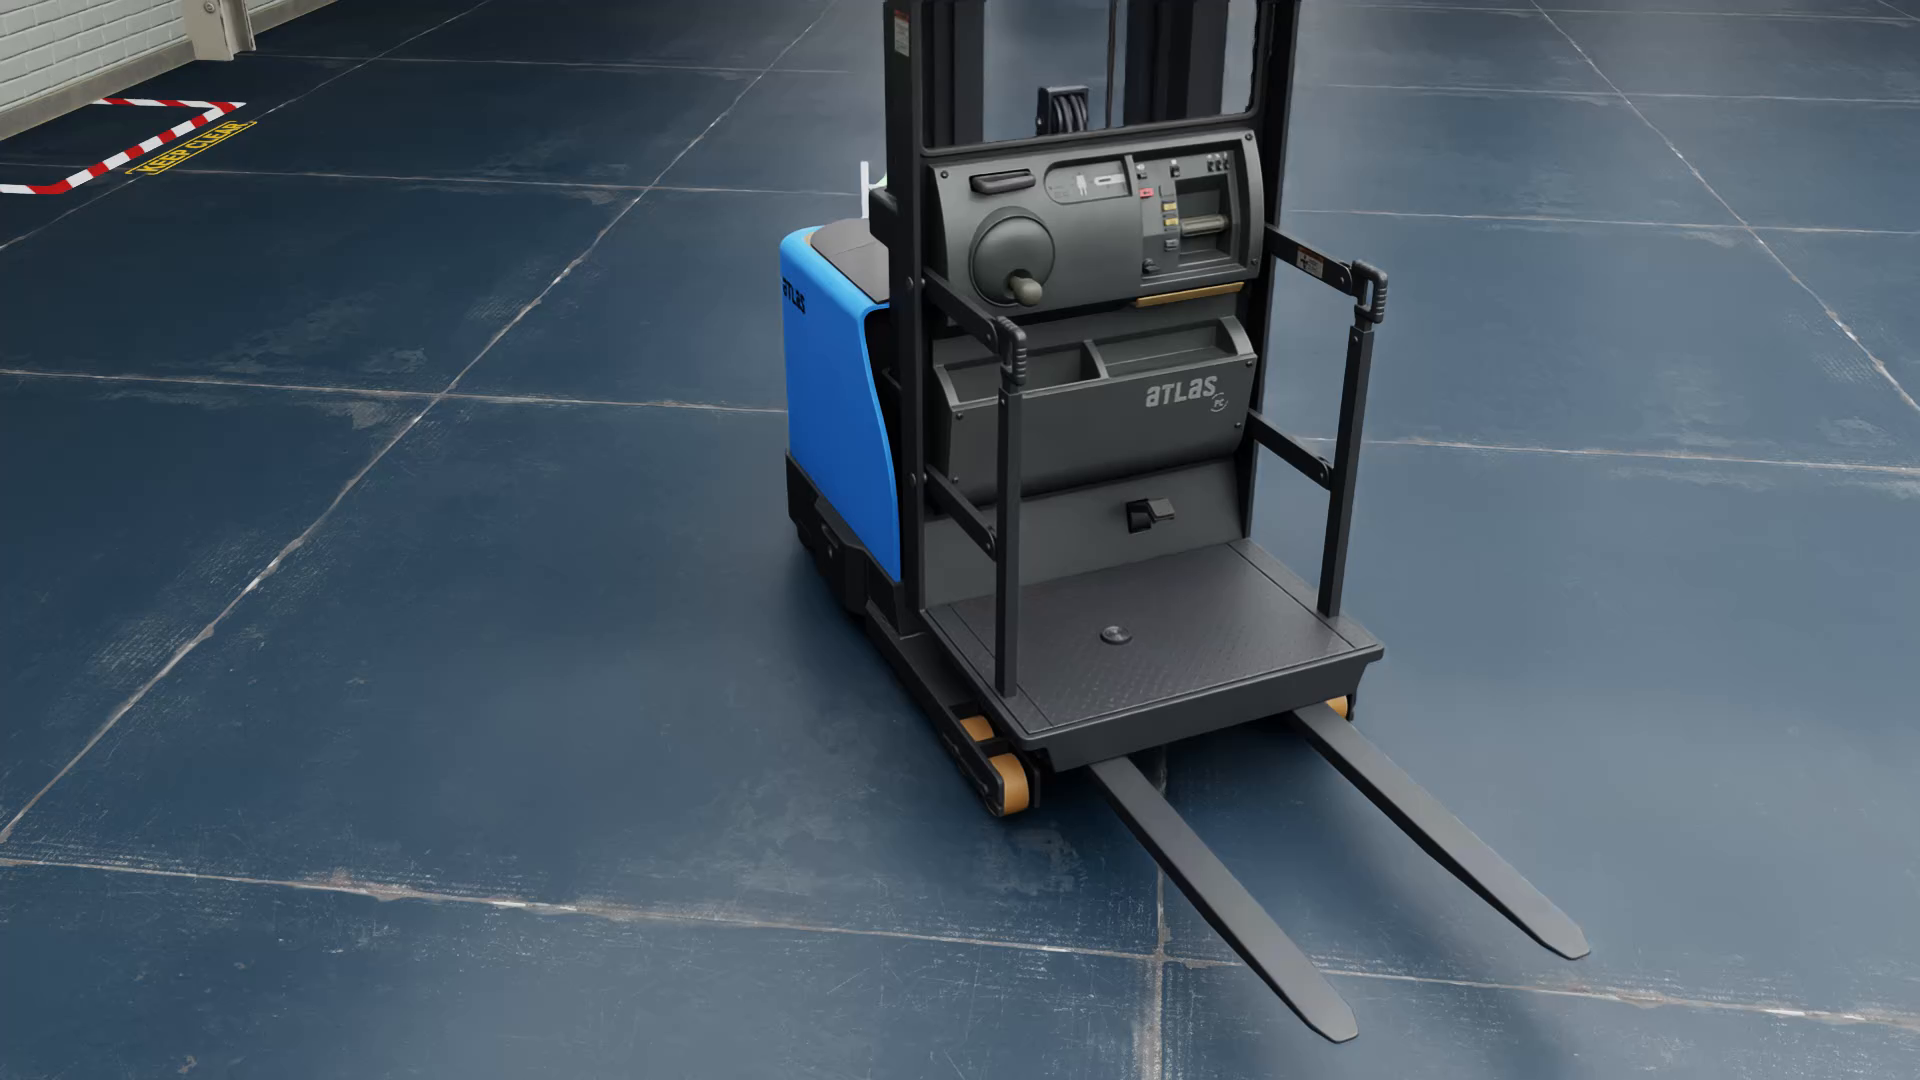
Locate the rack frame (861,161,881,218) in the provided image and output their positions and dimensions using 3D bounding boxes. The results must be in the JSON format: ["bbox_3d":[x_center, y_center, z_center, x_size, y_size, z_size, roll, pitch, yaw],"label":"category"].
[{"bbox_3d":[-0.214,-0.724,5.828,0.240,1.200,0.015,7,29,13],"label":"rack frame"}]

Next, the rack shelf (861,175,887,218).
[{"bbox_3d":[-0.150,-1.202,5.838,0.258,0.148,0.480,7,29,13],"label":"rack shelf"}]

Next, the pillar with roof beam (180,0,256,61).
[{"bbox_3d":[-1.284,-7.380,9.961,9.100,9.000,0.400,3,28,6],"label":"pillar with roof beam"}]

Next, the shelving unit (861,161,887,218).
[{"bbox_3d":[-0.150,-0.835,6.036,0.258,1.200,0.503,7,29,13],"label":"shelving unit"}]

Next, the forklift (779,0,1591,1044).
[{"bbox_3d":[0.461,-0.792,4.130,1.130,2.935,3.031,-12,30,-21],"label":"forklift"}]
